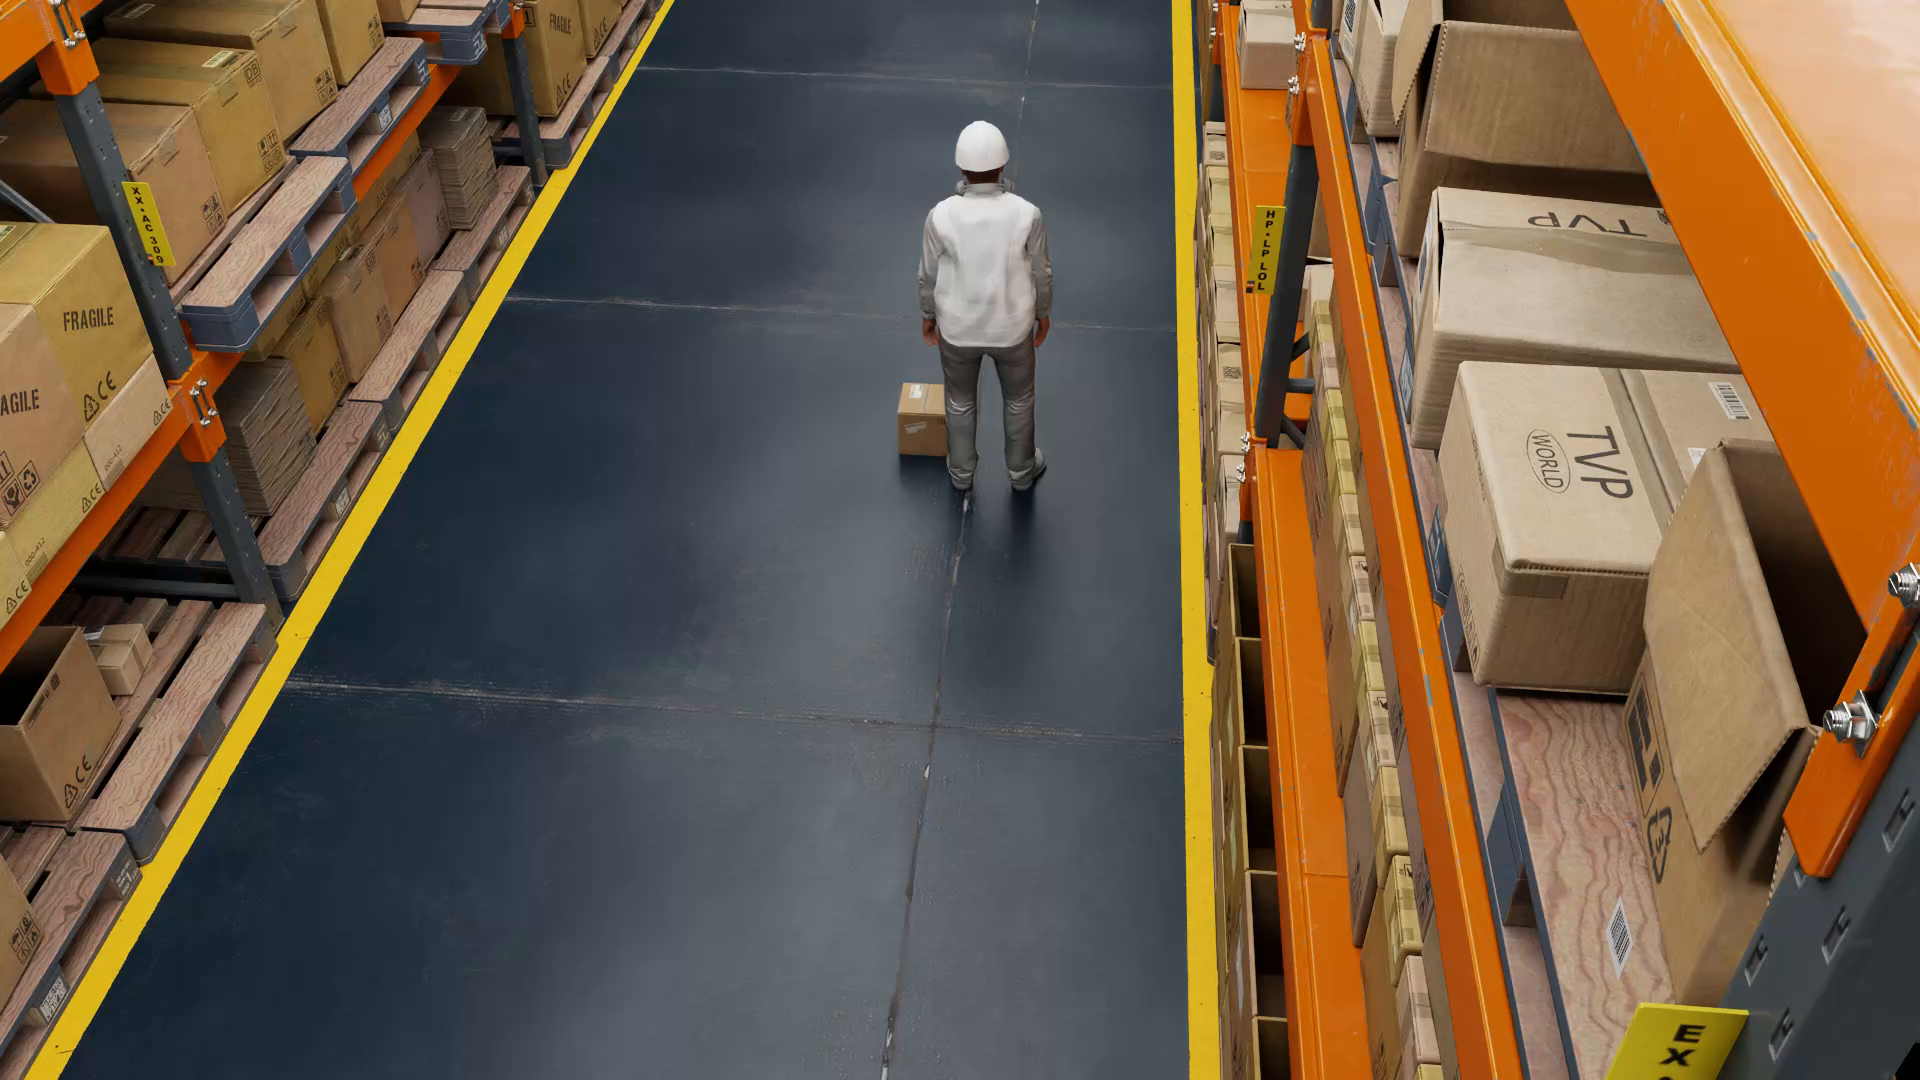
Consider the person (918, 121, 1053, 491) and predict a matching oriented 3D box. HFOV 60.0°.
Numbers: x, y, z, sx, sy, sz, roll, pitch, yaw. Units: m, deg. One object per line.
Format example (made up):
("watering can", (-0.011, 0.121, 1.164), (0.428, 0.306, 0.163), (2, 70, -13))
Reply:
("person", (0.113, -0.978, 7.312), (0.589, 1.767, 0.464), (1, 40, 1))
